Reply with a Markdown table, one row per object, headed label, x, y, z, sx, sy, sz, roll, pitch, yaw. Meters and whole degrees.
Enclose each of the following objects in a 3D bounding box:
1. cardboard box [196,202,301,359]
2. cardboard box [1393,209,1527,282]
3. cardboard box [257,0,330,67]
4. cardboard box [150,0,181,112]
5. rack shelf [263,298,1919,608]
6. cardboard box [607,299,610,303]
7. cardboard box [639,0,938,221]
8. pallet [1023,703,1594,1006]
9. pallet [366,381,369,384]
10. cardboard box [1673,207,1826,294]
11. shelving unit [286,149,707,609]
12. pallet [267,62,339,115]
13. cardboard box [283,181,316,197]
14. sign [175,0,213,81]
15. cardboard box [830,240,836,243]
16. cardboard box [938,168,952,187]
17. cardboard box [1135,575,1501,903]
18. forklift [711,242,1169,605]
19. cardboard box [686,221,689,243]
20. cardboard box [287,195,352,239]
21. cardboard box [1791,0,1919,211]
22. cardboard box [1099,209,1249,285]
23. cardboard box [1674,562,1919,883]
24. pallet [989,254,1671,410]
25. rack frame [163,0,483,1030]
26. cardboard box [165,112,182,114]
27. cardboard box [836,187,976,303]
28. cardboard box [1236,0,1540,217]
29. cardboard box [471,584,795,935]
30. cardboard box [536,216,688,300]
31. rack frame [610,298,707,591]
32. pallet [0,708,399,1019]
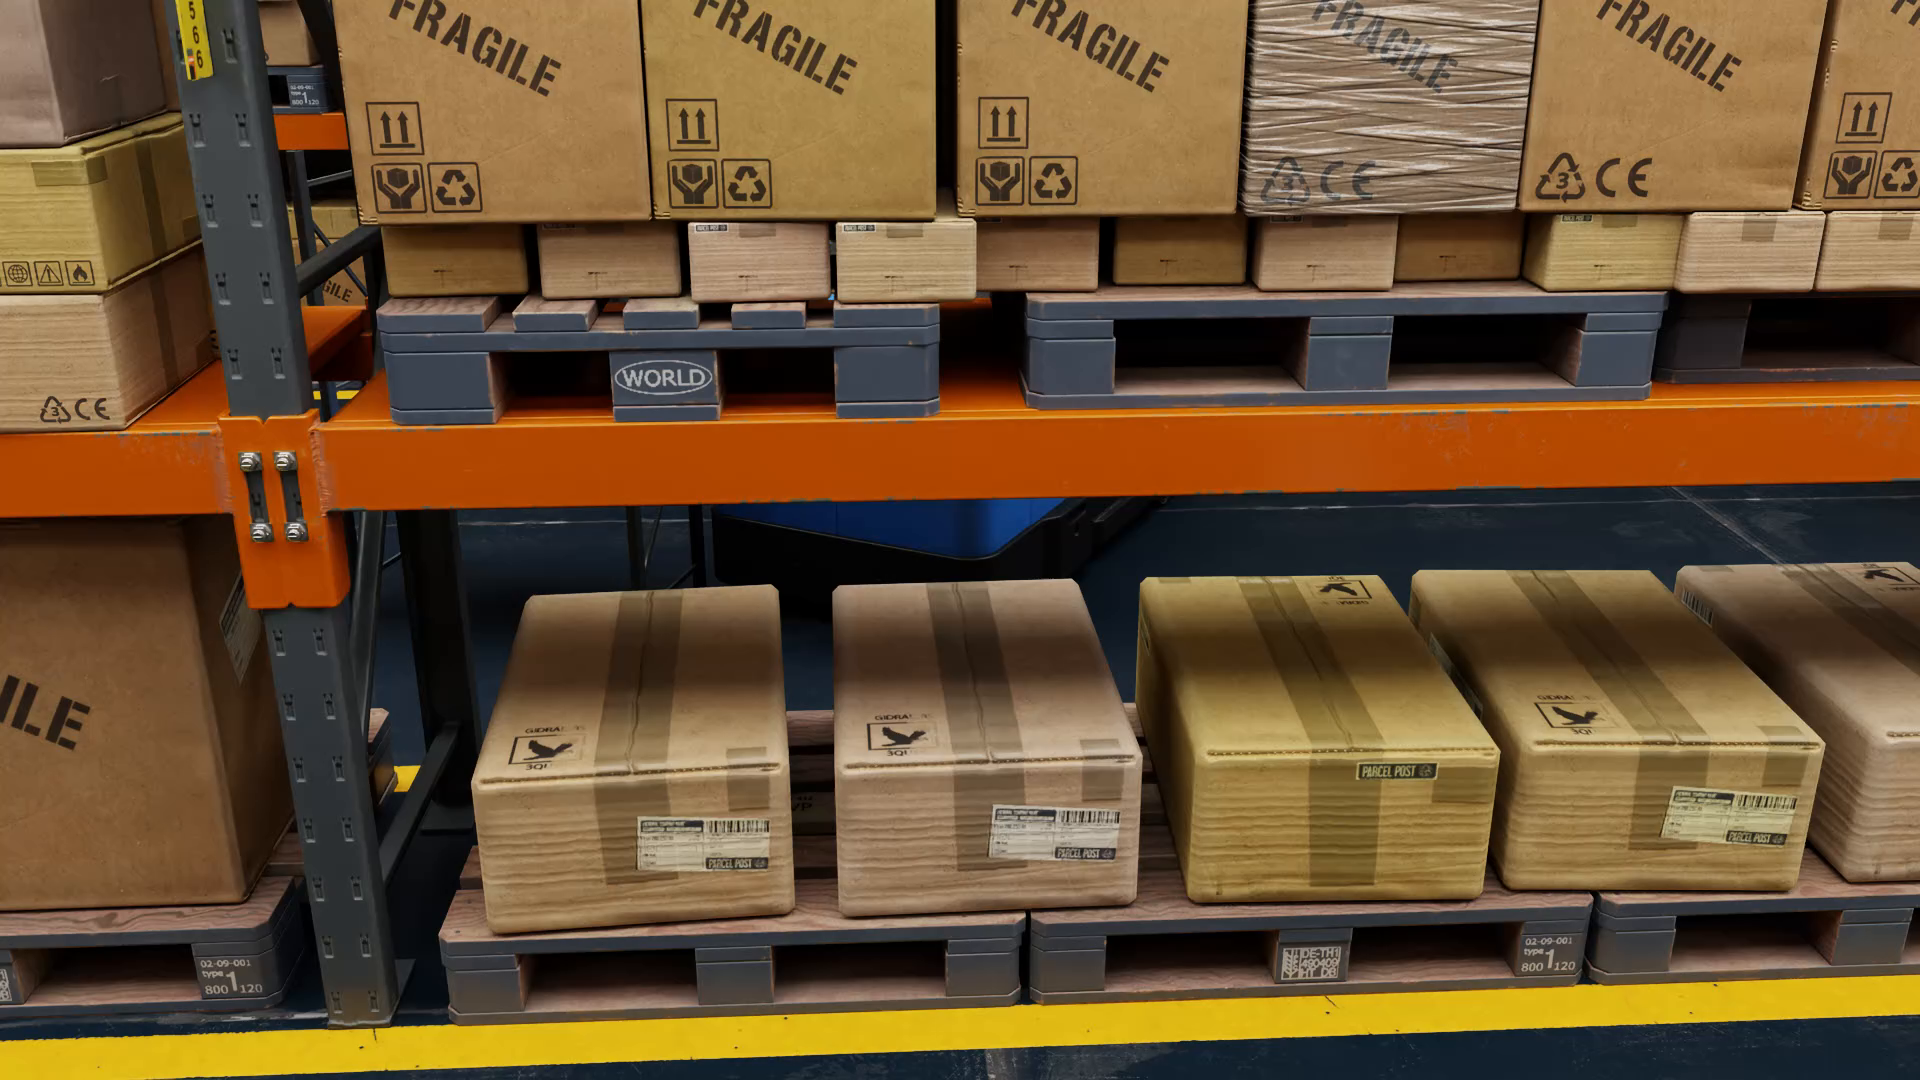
| label | x | y | z | sx | sy | sz | roll | pitch | yaw |
| --- | --- | --- | --- | --- | --- | --- | --- | --- | --- |
| cardboard box | -1.779 | -0.573 | 3.621 | 0.500 | 0.250 | 0.500 | -2 | 21 | -4 |
| cardboard box | 0.931 | -0.631 | 3.325 | 0.250 | 0.149 | 0.380 | -2 | 21 | -5 |
| cardboard box | -3.182 | -2.472 | 7.664 | 0.637 | 0.503 | 0.797 | -2 | 21 | -4 |
| cardboard box | -1.782 | -1.154 | 3.392 | 0.500 | 0.500 | 0.500 | -2 | 21 | -5 |
| rack shelf | 0.721 | -0.268 | 3.620 | 4.000 | 0.370 | 1.077 | -1 | 21 | -3 |
| cardboard box | -1.973 | -1.270 | 8.163 | 0.500 | 0.500 | 0.500 | -1 | 21 | -1 |
| cardboard box | -0.294 | -0.886 | 3.083 | 0.500 | 0.500 | 0.500 | 0 | 21 | 0 |
| pallet | 0.719 | 0.701 | 3.984 | 1.213 | 0.211 | 1.003 | -1 | 21 | -3 |
| pallet | -2.311 | -1.022 | 8.508 | 1.213 | 0.211 | 1.003 | -1 | 21 | -3 |
| cardboard box | 1.446 | -0.592 | 3.222 | 0.250 | 0.149 | 0.380 | -1 | 21 | -3 |
| shelving unit | -1.433 | -0.491 | 5.304 | 1.048 | 1.500 | 0.538 | 5 | 21 | 14 |
| pallet | -3.504 | -2.196 | 7.943 | 1.213 | 0.211 | 1.003 | -1 | 21 | -3 |
| cardboard box | -3.389 | -1.713 | 8.415 | 0.250 | 0.149 | 0.380 | -1 | 21 | -3 |
| sign | -1.241 | -0.908 | 2.662 | 0.005 | 0.325 | 0.100 | -1 | 21 | -3 |
| cardboard box | -0.940 | -1.421 | 8.385 | 0.625 | 0.625 | 0.875 | -1 | 21 | -1 |
| cardboard box | 0.076 | -0.798 | 3.763 | 0.250 | 0.149 | 0.380 | -1 | 21 | -2 |
| cardboard box | 0.782 | 0.429 | 3.881 | 0.625 | 0.372 | 0.950 | 0 | 21 | -1 |
| forklift | 0.281 | -1.571 | 6.127 | 1.130 | 2.935 | 3.031 | 10 | 23 | 25 |
| cardboard box | -0.699 | -0.764 | 3.674 | 0.250 | 0.149 | 0.380 | -1 | 21 | -2 |
| cardboard box | -3.093 | -1.557 | 8.007 | 0.250 | 0.149 | 0.380 | -1 | 21 | -4 |
| cardboard box | 1.774 | -0.925 | 3.187 | 0.500 | 0.500 | 0.500 | -1 | 21 | -3 |
| cardboard box | 0.411 | -0.616 | 3.287 | 0.250 | 0.149 | 0.380 | 0 | 21 | -1 |
| cardboard box | 2.194 | 0.399 | 3.961 | 0.625 | 0.372 | 0.950 | -1 | 21 | -2 |
| pallet | 0.698 | -0.529 | 3.563 | 1.213 | 0.211 | 1.003 | -1 | 21 | -3 |
| rack frame | -1.276 | -0.564 | 3.385 | 0.127 | 3.000 | 1.000 | -1 | 21 | -3 |
| cardboard box | -1.796 | -0.805 | 3.527 | 0.500 | 0.250 | 0.500 | -1 | 21 | -3 |
| cardboard box | -0.105 | -0.564 | 3.150 | 0.250 | 0.149 | 0.380 | -1 | 21 | -3 |
| cardboard box | 0.736 | -0.906 | 3.136 | 0.500 | 0.500 | 0.500 | -2 | 21 | -5 |
| cardboard box | -0.711 | 0.460 | 3.799 | 0.625 | 0.372 | 0.950 | -3 | 21 | -7 |
| cardboard box | -0.657 | -0.577 | 3.183 | 0.250 | 0.149 | 0.380 | -2 | 21 | -6 |
| rack frame | -0.941 | -0.446 | 5.183 | 0.032 | 1.500 | 0.500 | 5 | 21 | 14 |
| pallet | -2.067 | 0.729 | 3.910 | 1.213 | 0.211 | 1.003 | -1 | 21 | -3 |
